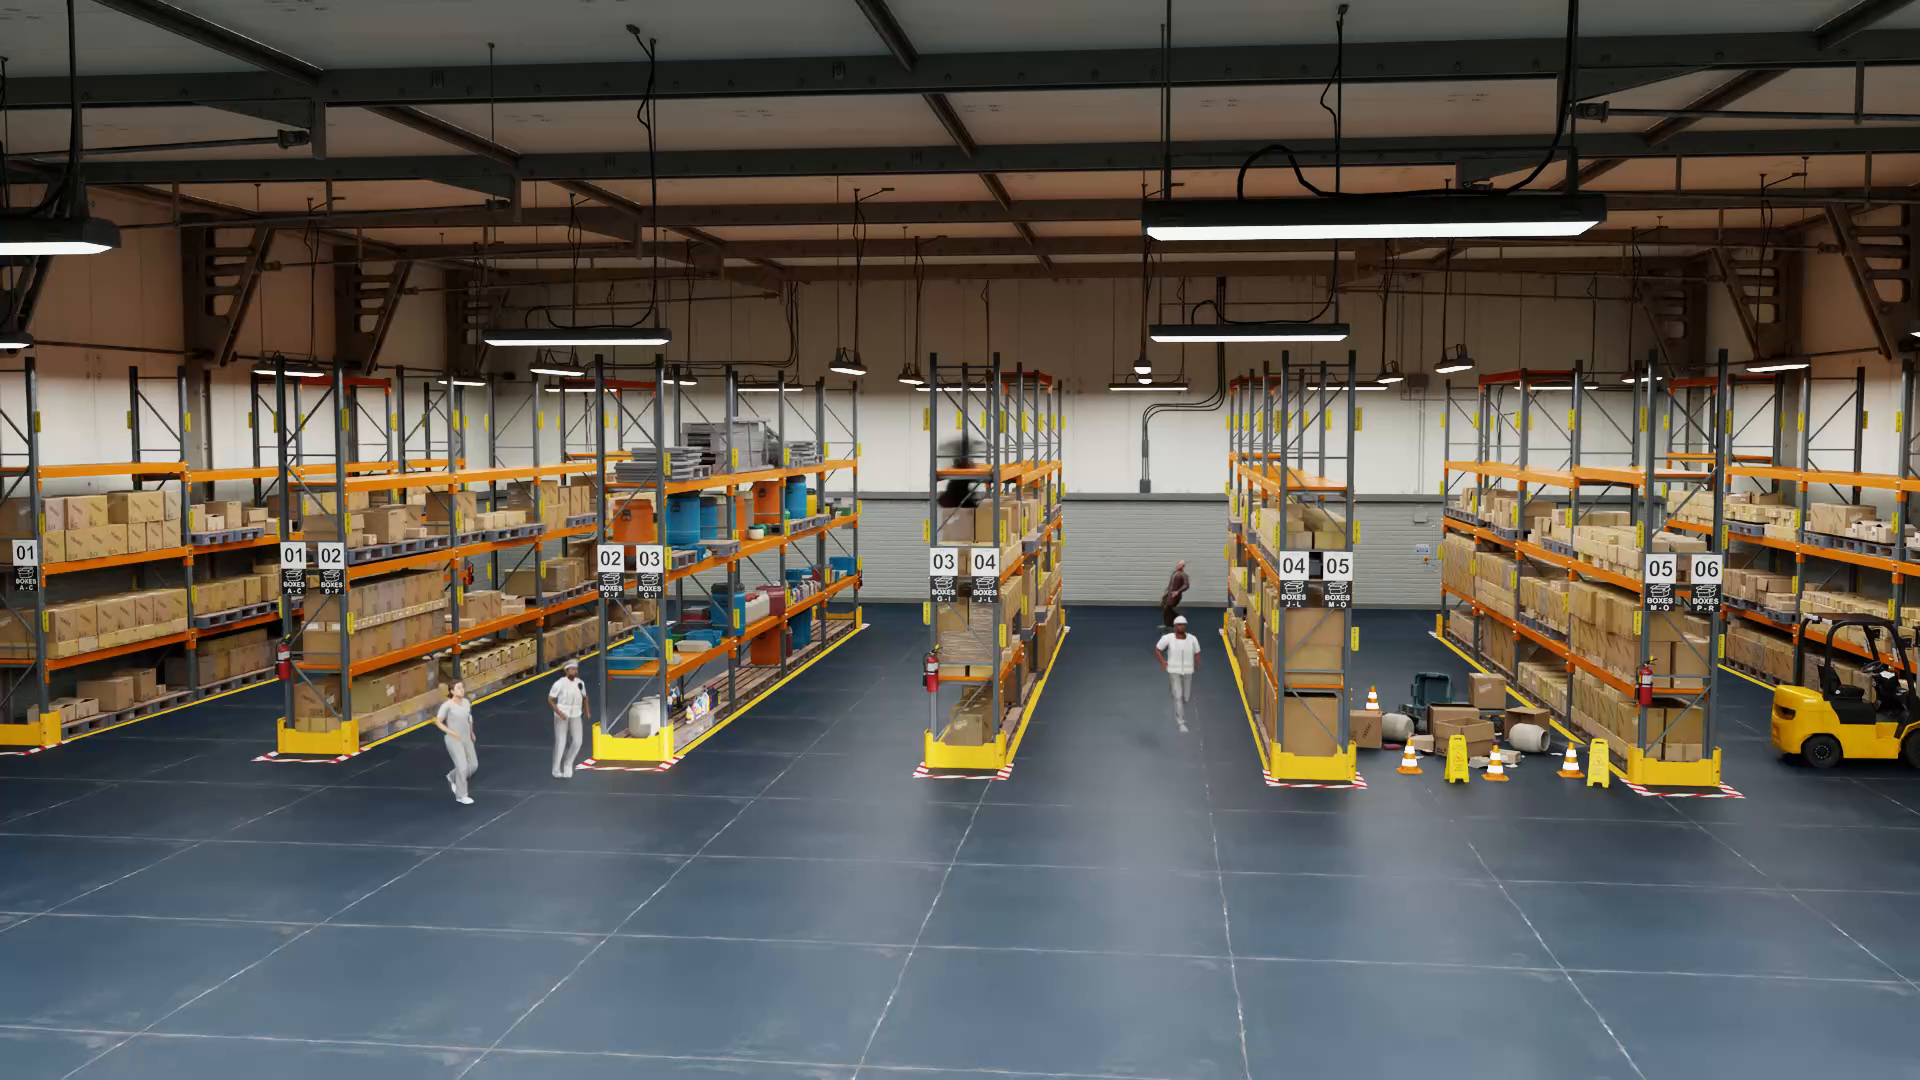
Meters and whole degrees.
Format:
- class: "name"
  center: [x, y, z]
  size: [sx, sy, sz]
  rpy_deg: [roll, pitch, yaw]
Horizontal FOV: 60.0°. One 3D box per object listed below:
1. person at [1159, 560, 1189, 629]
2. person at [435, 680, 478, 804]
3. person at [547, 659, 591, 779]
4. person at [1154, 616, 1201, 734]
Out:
- class: "person"
  center: [5.136, 1.326, 40.007]
  size: [0.570, 1.681, 0.760]
  rpy_deg: [-1, 4, -16]
- class: "person"
  center: [-6.638, 2.639, 21.852]
  size: [0.565, 1.636, 0.573]
  rpy_deg: [3, 5, 35]
- class: "person"
  center: [-5.494, 2.519, 23.483]
  size: [0.630, 1.663, 0.559]
  rpy_deg: [-2, 5, -30]
- class: "person"
  center: [3.381, 2.045, 25.646]
  size: [0.700, 1.762, 0.881]
  rpy_deg: [-1, 4, -8]
